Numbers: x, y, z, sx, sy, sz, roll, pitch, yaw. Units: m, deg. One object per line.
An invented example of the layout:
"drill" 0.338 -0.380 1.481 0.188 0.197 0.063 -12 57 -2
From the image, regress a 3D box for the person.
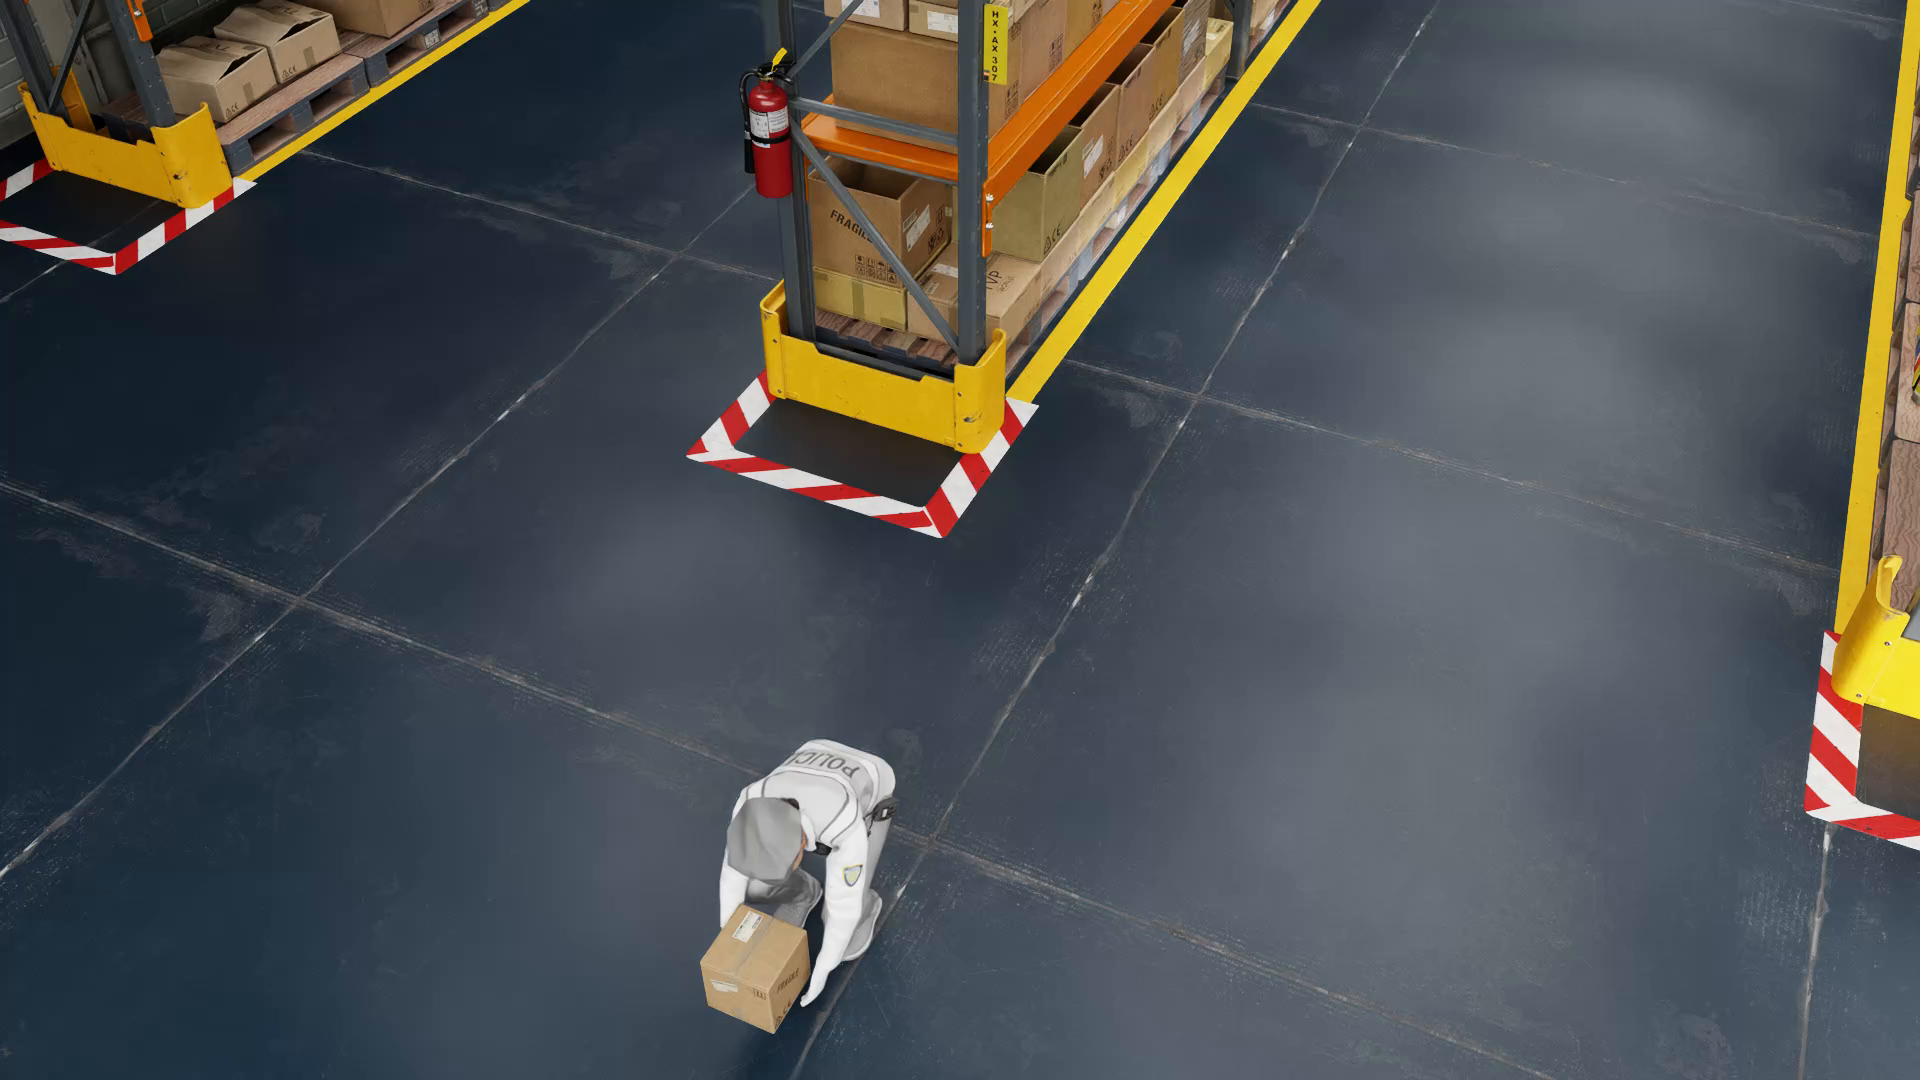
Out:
"person" -0.479 1.038 5.488 0.497 1.036 0.819 17 45 18
